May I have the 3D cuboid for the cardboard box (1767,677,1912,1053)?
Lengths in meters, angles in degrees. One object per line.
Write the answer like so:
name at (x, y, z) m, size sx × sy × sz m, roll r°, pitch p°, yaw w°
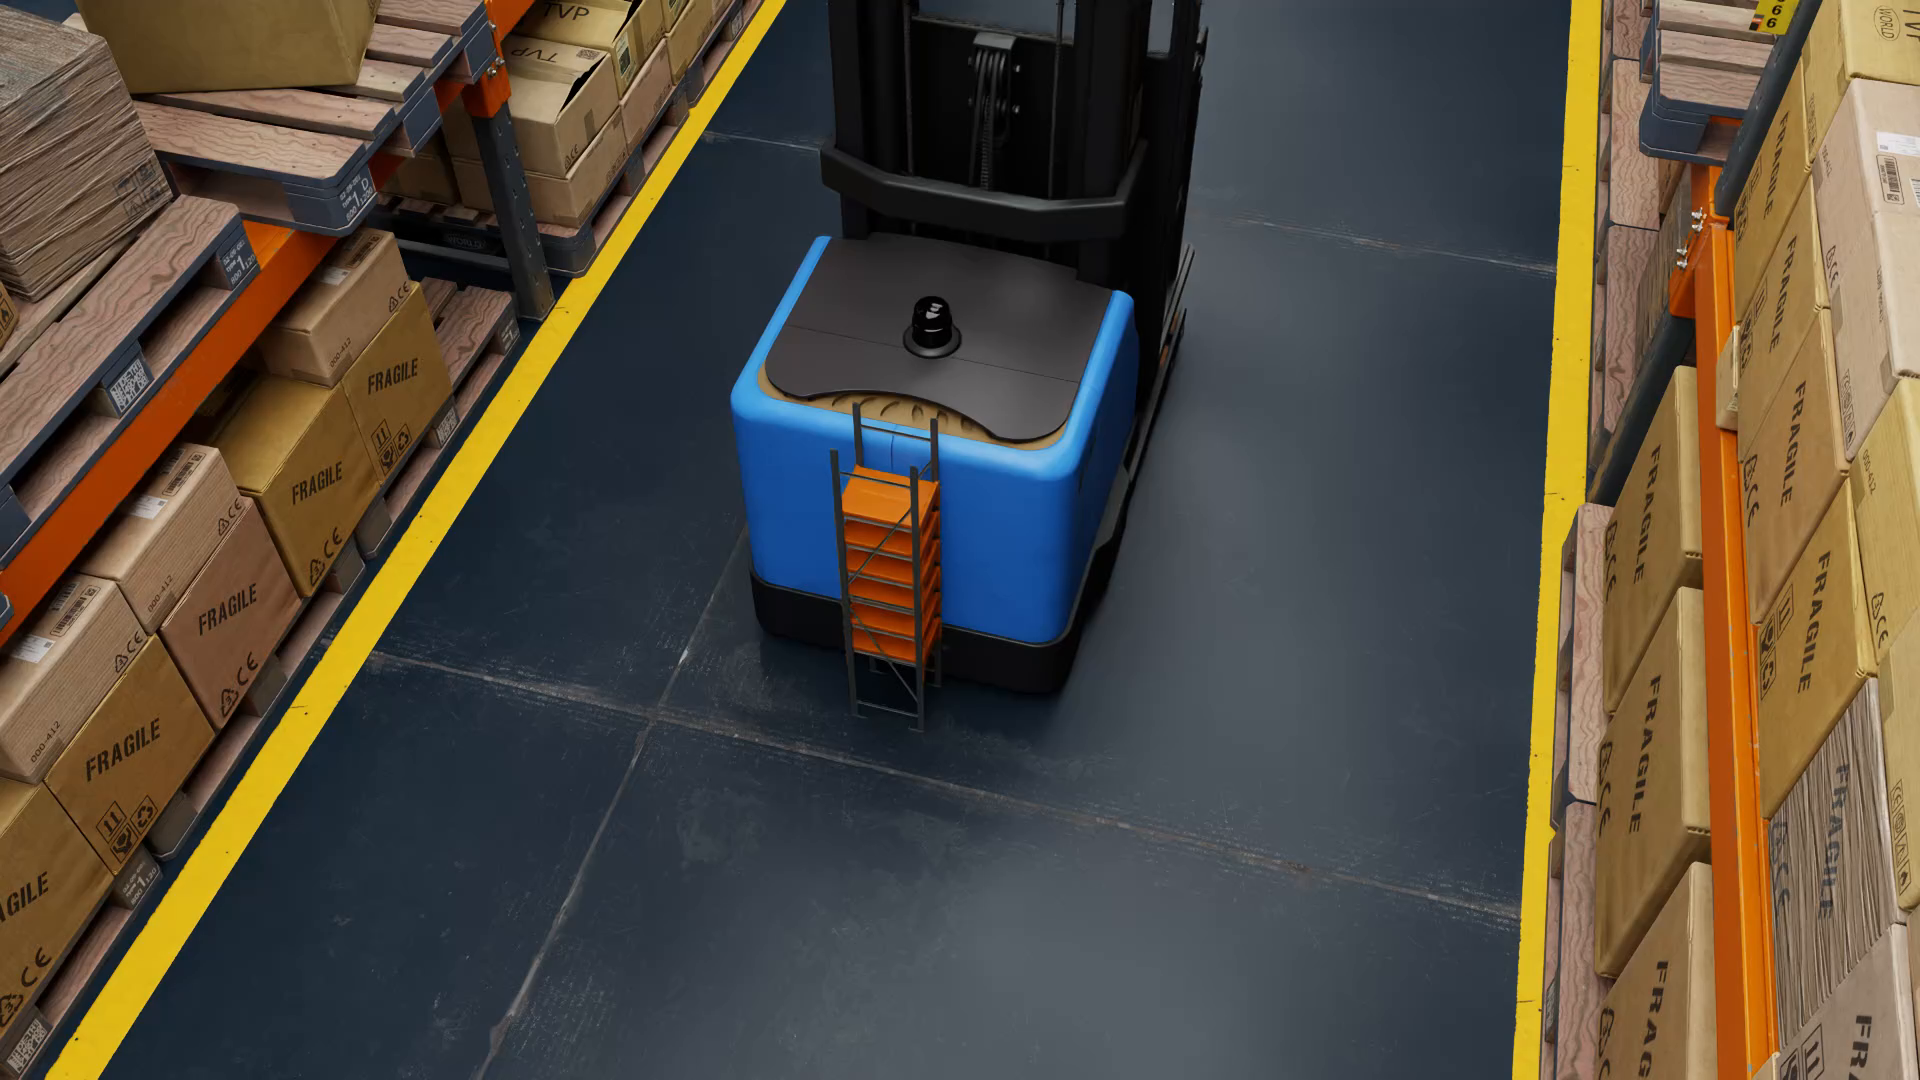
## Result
cardboard box at (1.776, 0.632, 2.913) m, size 0.500 × 0.500 × 0.500 m, roll 12°, pitch 50°, yaw 10°

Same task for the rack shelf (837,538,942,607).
rack shelf at (-0.200, 0.068, 4.789) m, size 0.258 × 0.103 × 0.180 m, roll 12°, pitch 50°, yaw 11°

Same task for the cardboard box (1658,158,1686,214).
cardboard box at (3.176, -1.571, 6.510) m, size 0.700 × 0.500 × 0.500 m, roll 11°, pitch 50°, yaw 10°

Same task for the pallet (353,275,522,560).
pallet at (-2.328, -0.527, 6.074) m, size 1.003 × 0.211 × 1.213 m, roll 12°, pitch 50°, yaw 10°

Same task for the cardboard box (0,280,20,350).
cardboard box at (-2.742, -0.551, 3.889) m, size 0.700 × 0.500 × 0.500 m, roll 0°, pitch 49°, yaw 0°

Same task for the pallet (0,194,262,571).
pallet at (-2.602, -0.511, 4.328) m, size 1.003 × 0.211 × 1.213 m, roll 12°, pitch 50°, yaw 10°

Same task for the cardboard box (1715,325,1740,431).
cardboard box at (2.149, -0.382, 4.241) m, size 0.380 × 0.149 × 0.250 m, roll 13°, pitch 50°, yaw 11°

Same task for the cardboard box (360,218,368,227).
cardboard box at (-2.490, -1.028, 6.030) m, size 0.500 × 0.500 × 0.500 m, roll 13°, pitch 50°, yaw 12°

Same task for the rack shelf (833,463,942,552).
rack shelf at (-0.200, -0.091, 4.609) m, size 0.258 × 0.103 × 0.180 m, roll 12°, pitch 50°, yaw 11°

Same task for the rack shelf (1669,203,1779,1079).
rack shelf at (2.159, 0.678, 3.631) m, size 1.077 × 0.370 × 4.000 m, roll 12°, pitch 50°, yaw 10°

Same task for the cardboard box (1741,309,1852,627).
cardboard box at (2.032, -0.109, 3.567) m, size 0.500 × 0.500 × 0.500 m, roll 11°, pitch 50°, yaw 10°

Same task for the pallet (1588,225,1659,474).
pallet at (2.892, -0.649, 6.182) m, size 1.003 × 0.211 × 1.213 m, roll 12°, pitch 50°, yaw 10°

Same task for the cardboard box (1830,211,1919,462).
cardboard box at (2.048, -0.365, 3.292) m, size 0.500 × 0.250 × 0.500 m, roll 12°, pitch 50°, yaw 10°

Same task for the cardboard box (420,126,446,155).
cardboard box at (-2.195, -1.824, 6.539) m, size 0.500 × 0.311 × 0.500 m, roll 13°, pitch 50°, yaw 11°

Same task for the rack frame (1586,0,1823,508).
rack frame at (2.685, -1.007, 4.638) m, size 1.000 × 3.000 × 0.127 m, roll 12°, pitch 50°, yaw 10°

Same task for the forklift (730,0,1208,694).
forklift at (0.233, -1.620, 5.225) m, size 1.130 × 2.935 × 3.031 m, roll 12°, pitch 50°, yaw 11°

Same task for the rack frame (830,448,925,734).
rack frame at (-0.226, 0.184, 4.788) m, size 0.240 × 1.200 × 0.006 m, roll 12°, pitch 50°, yaw 11°

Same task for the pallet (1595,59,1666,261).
pallet at (3.215, -1.529, 6.959) m, size 1.003 × 0.211 × 1.213 m, roll 12°, pitch 50°, yaw 10°

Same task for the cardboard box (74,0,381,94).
cardboard box at (-2.152, -1.676, 4.882) m, size 0.700 × 0.500 × 0.500 m, roll -3°, pitch 49°, yaw -3°

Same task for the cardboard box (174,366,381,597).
cardboard box at (-2.251, -0.203, 5.303) m, size 0.500 × 0.500 × 0.500 m, roll 10°, pitch 49°, yaw 9°

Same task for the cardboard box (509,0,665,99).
cardboard box at (-1.544, -2.099, 6.782) m, size 0.500 × 0.311 × 0.500 m, roll 10°, pitch 49°, yaw 9°

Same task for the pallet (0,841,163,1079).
pallet at (-2.970, 1.238, 4.516) m, size 1.003 × 0.211 × 1.213 m, roll 12°, pitch 50°, yaw 10°

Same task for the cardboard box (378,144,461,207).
cardboard box at (-2.192, -1.640, 6.750) m, size 0.500 × 0.250 × 0.500 m, roll 13°, pitch 50°, yaw 11°

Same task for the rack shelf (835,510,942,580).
rack shelf at (-0.200, -0.012, 4.699) m, size 0.258 × 0.103 × 0.180 m, roll 12°, pitch 50°, yaw 11°

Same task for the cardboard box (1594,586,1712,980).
cardboard box at (2.128, 0.704, 4.282) m, size 0.750 × 0.750 × 0.750 m, roll 11°, pitch 50°, yaw 10°

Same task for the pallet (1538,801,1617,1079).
pallet at (2.082, 1.351, 4.417) m, size 1.003 × 0.211 × 1.213 m, roll 12°, pitch 50°, yaw 10°

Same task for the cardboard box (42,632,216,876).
cardboard box at (-2.517, 0.543, 4.644) m, size 0.500 × 0.500 × 0.500 m, roll 12°, pitch 50°, yaw 10°

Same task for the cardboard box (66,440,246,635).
cardboard box at (-2.391, -0.043, 4.661) m, size 0.500 × 0.250 × 0.500 m, roll 11°, pitch 49°, yaw 9°

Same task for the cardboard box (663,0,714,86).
cardboard box at (-1.411, -2.273, 7.309) m, size 0.500 × 0.250 × 0.500 m, roll 10°, pitch 49°, yaw 9°

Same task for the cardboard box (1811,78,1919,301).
cardboard box at (2.176, -0.727, 3.612) m, size 0.500 × 0.250 × 0.500 m, roll 11°, pitch 49°, yaw 10°

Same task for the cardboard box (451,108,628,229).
cardboard box at (-1.674, -1.532, 6.655) m, size 0.500 × 0.250 × 0.500 m, roll 11°, pitch 50°, yaw 10°

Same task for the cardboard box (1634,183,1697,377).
cardboard box at (2.824, -0.857, 5.879) m, size 0.700 × 0.500 × 0.500 m, roll 12°, pitch 50°, yaw 11°

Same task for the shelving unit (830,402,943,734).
shelving unit at (-0.200, 0.118, 4.846) m, size 0.258 × 1.200 × 0.189 m, roll 12°, pitch 50°, yaw 11°

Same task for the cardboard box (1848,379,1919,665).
cardboard box at (1.920, 0.006, 2.966) m, size 0.500 × 0.250 × 0.500 m, roll 11°, pitch 49°, yaw 9°

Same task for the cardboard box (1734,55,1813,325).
cardboard box at (2.310, -0.844, 4.216) m, size 0.500 × 0.500 × 0.500 m, roll 13°, pitch 50°, yaw 11°

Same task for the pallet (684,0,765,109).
pallet at (-1.517, -2.527, 7.839) m, size 1.003 × 0.211 × 1.213 m, roll 12°, pitch 50°, yaw 10°

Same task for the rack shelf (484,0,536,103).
rack shelf at (-1.568, -3.191, 7.045) m, size 1.077 × 0.370 × 4.000 m, roll 12°, pitch 50°, yaw 10°
